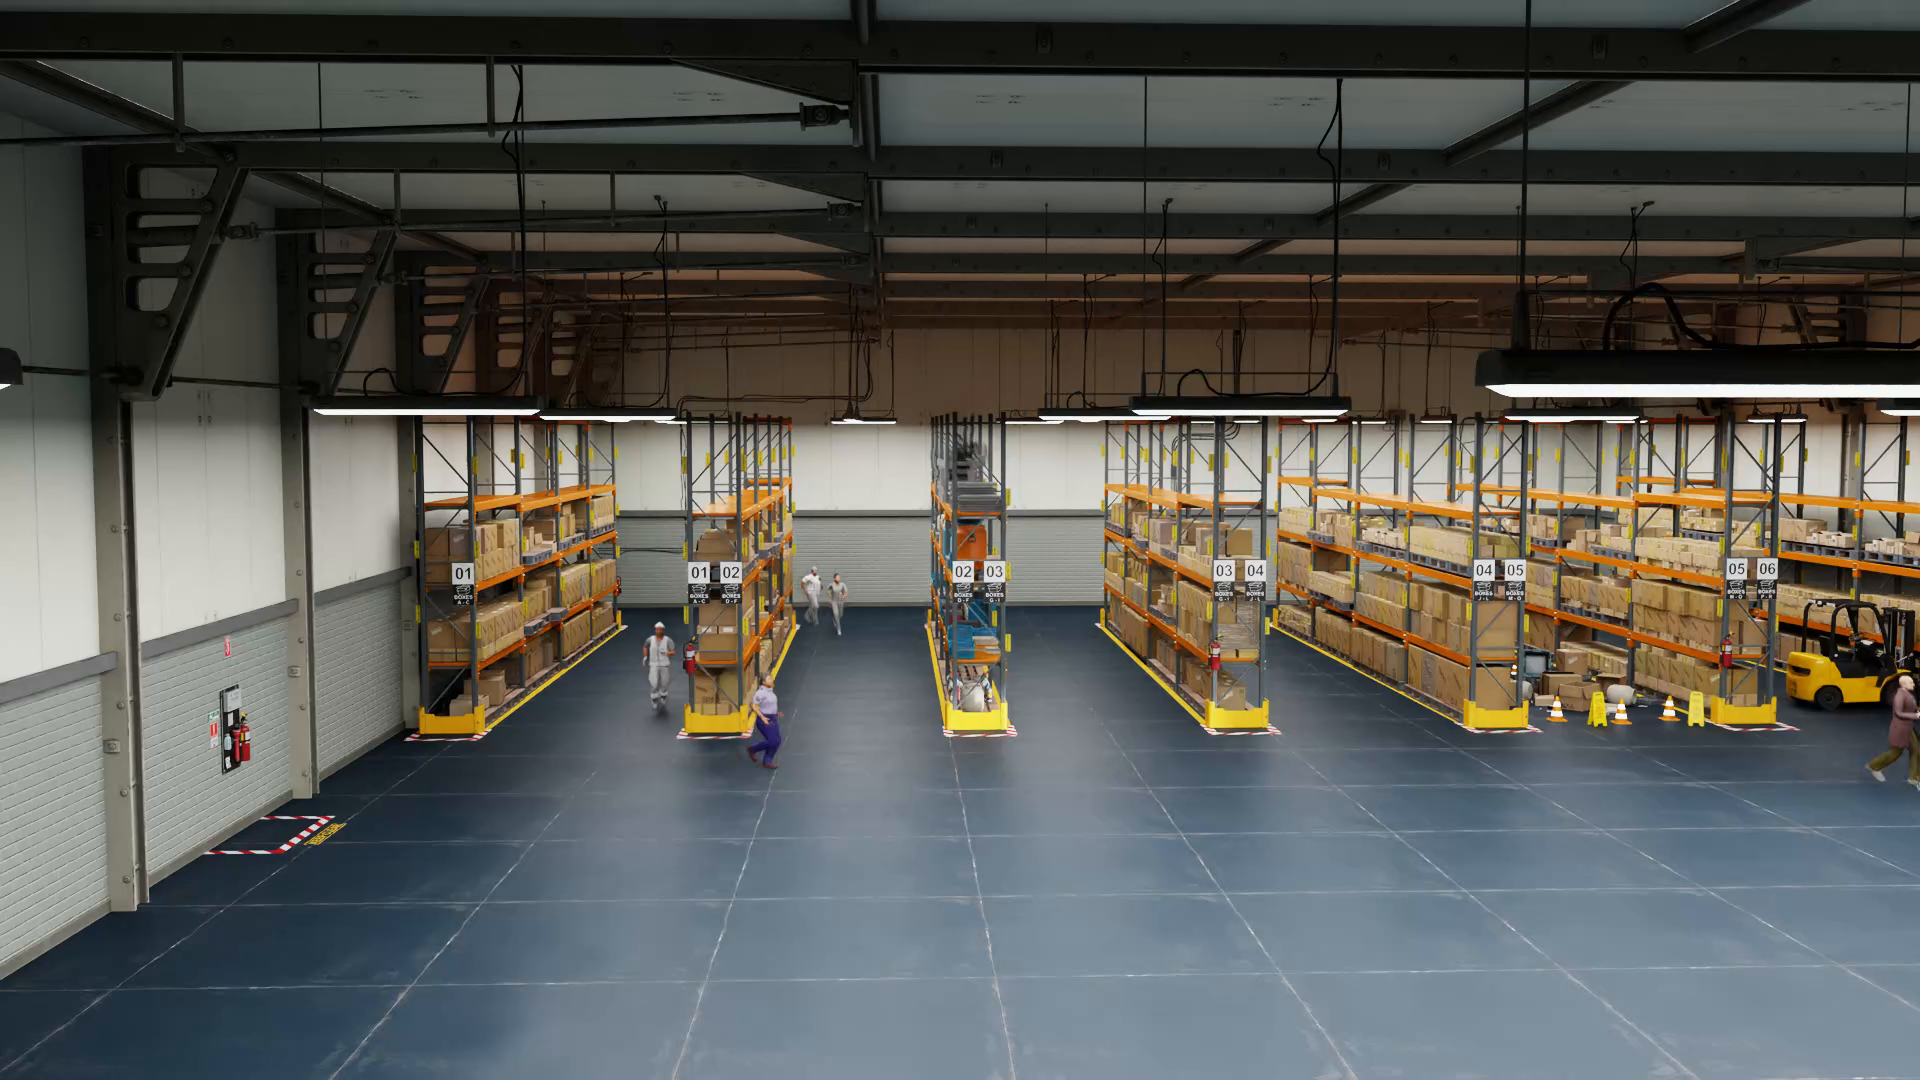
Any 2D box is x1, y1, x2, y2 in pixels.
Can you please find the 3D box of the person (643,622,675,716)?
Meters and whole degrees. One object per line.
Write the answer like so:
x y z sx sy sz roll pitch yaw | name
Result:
-6.014 2.565 33.225 0.645 1.848 0.790 -1 4 -10 | person

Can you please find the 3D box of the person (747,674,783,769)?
-3.259 3.035 27.867 0.552 1.606 0.617 1 4 16 | person

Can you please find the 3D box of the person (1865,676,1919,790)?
14.879 3.059 26.359 0.738 1.853 0.971 -4 5 -43 | person

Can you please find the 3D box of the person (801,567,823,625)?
-4.285 1.628 48.323 0.737 1.725 0.645 3 5 37 | person

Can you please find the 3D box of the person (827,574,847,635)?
-3.404 1.767 46.227 0.537 1.682 1.104 -1 4 -17 | person
